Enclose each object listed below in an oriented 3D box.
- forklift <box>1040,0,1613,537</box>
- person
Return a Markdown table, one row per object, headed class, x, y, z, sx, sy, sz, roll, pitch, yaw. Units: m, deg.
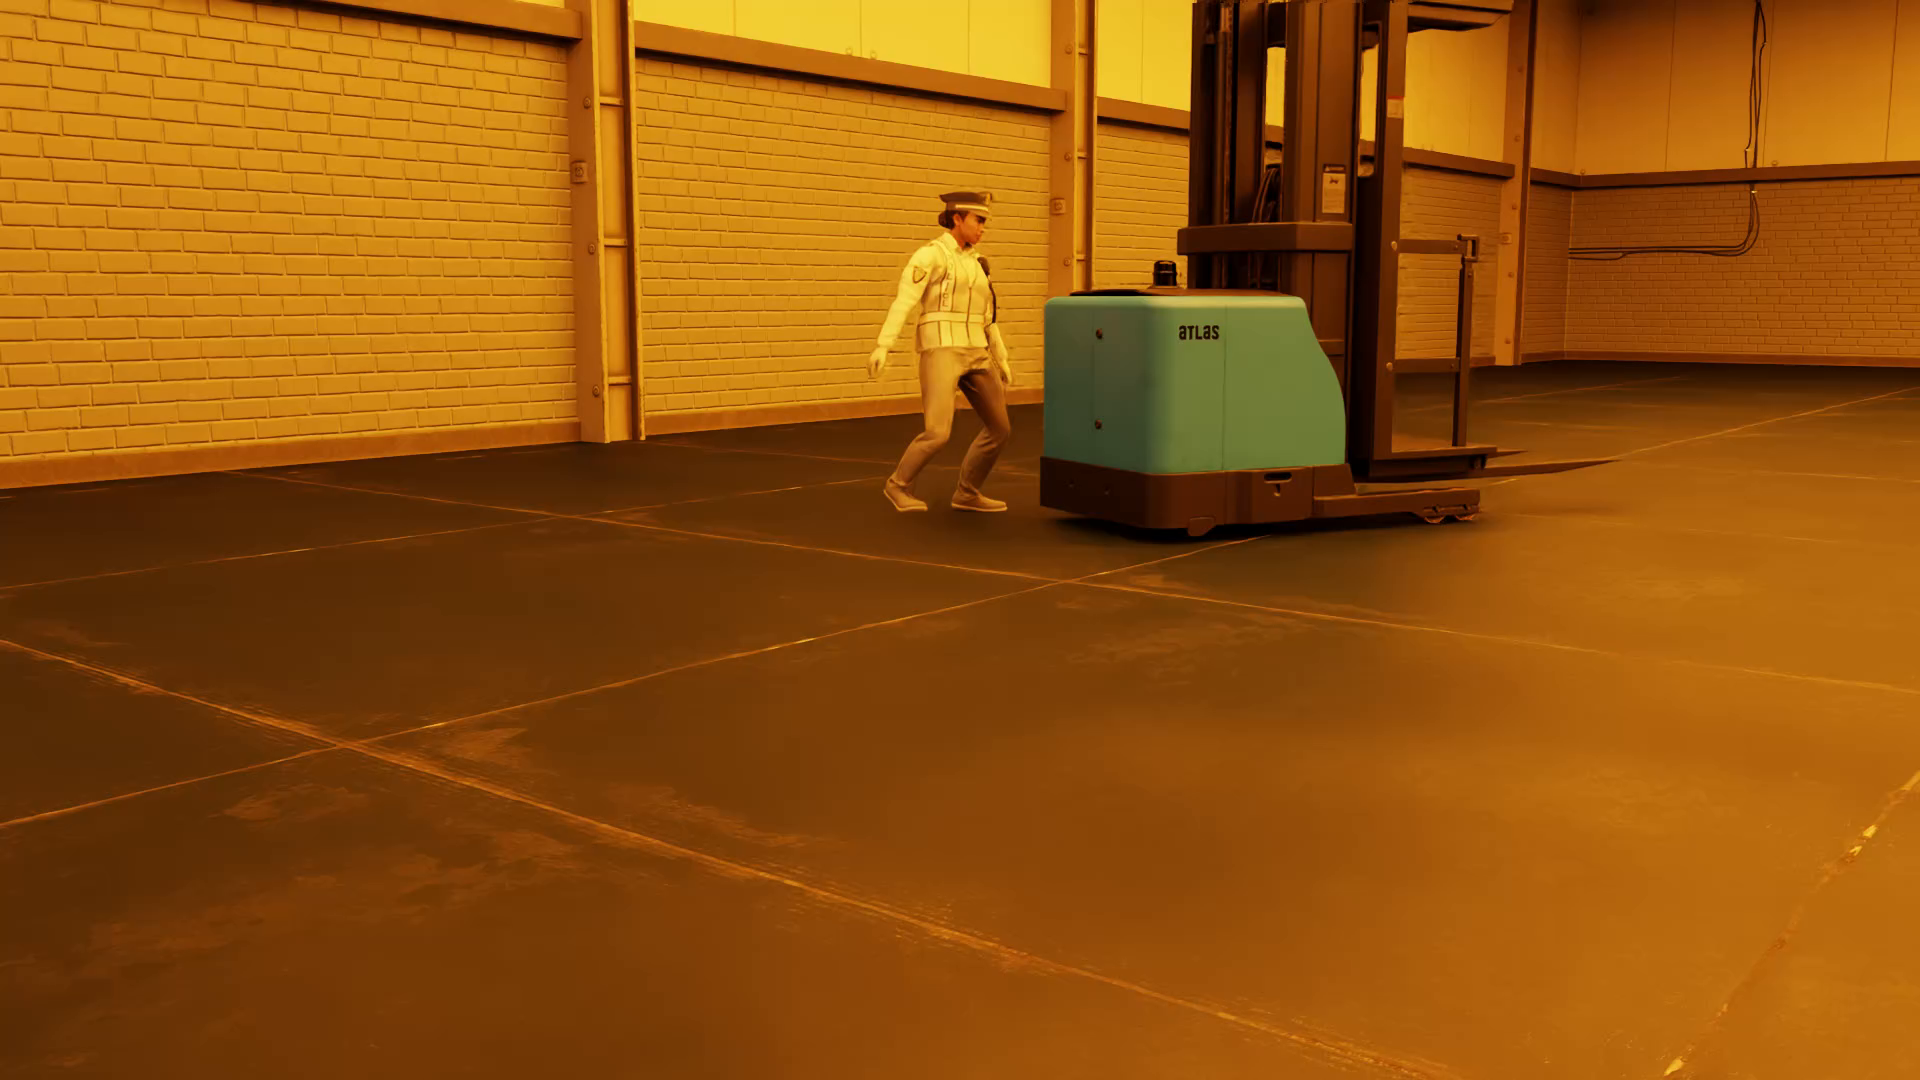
| class | x | y | z | sx | sy | sz | roll | pitch | yaw |
| --- | --- | --- | --- | --- | --- | --- | --- | --- | --- |
| forklift | 1.934 | -1.589 | 8.139 | 3.031 | 2.935 | 1.130 | -4 | 9 | -27 |
| person | -0.094 | -0.897 | 8.106 | 0.813 | 1.592 | 0.453 | -7 | 11 | -40 |
